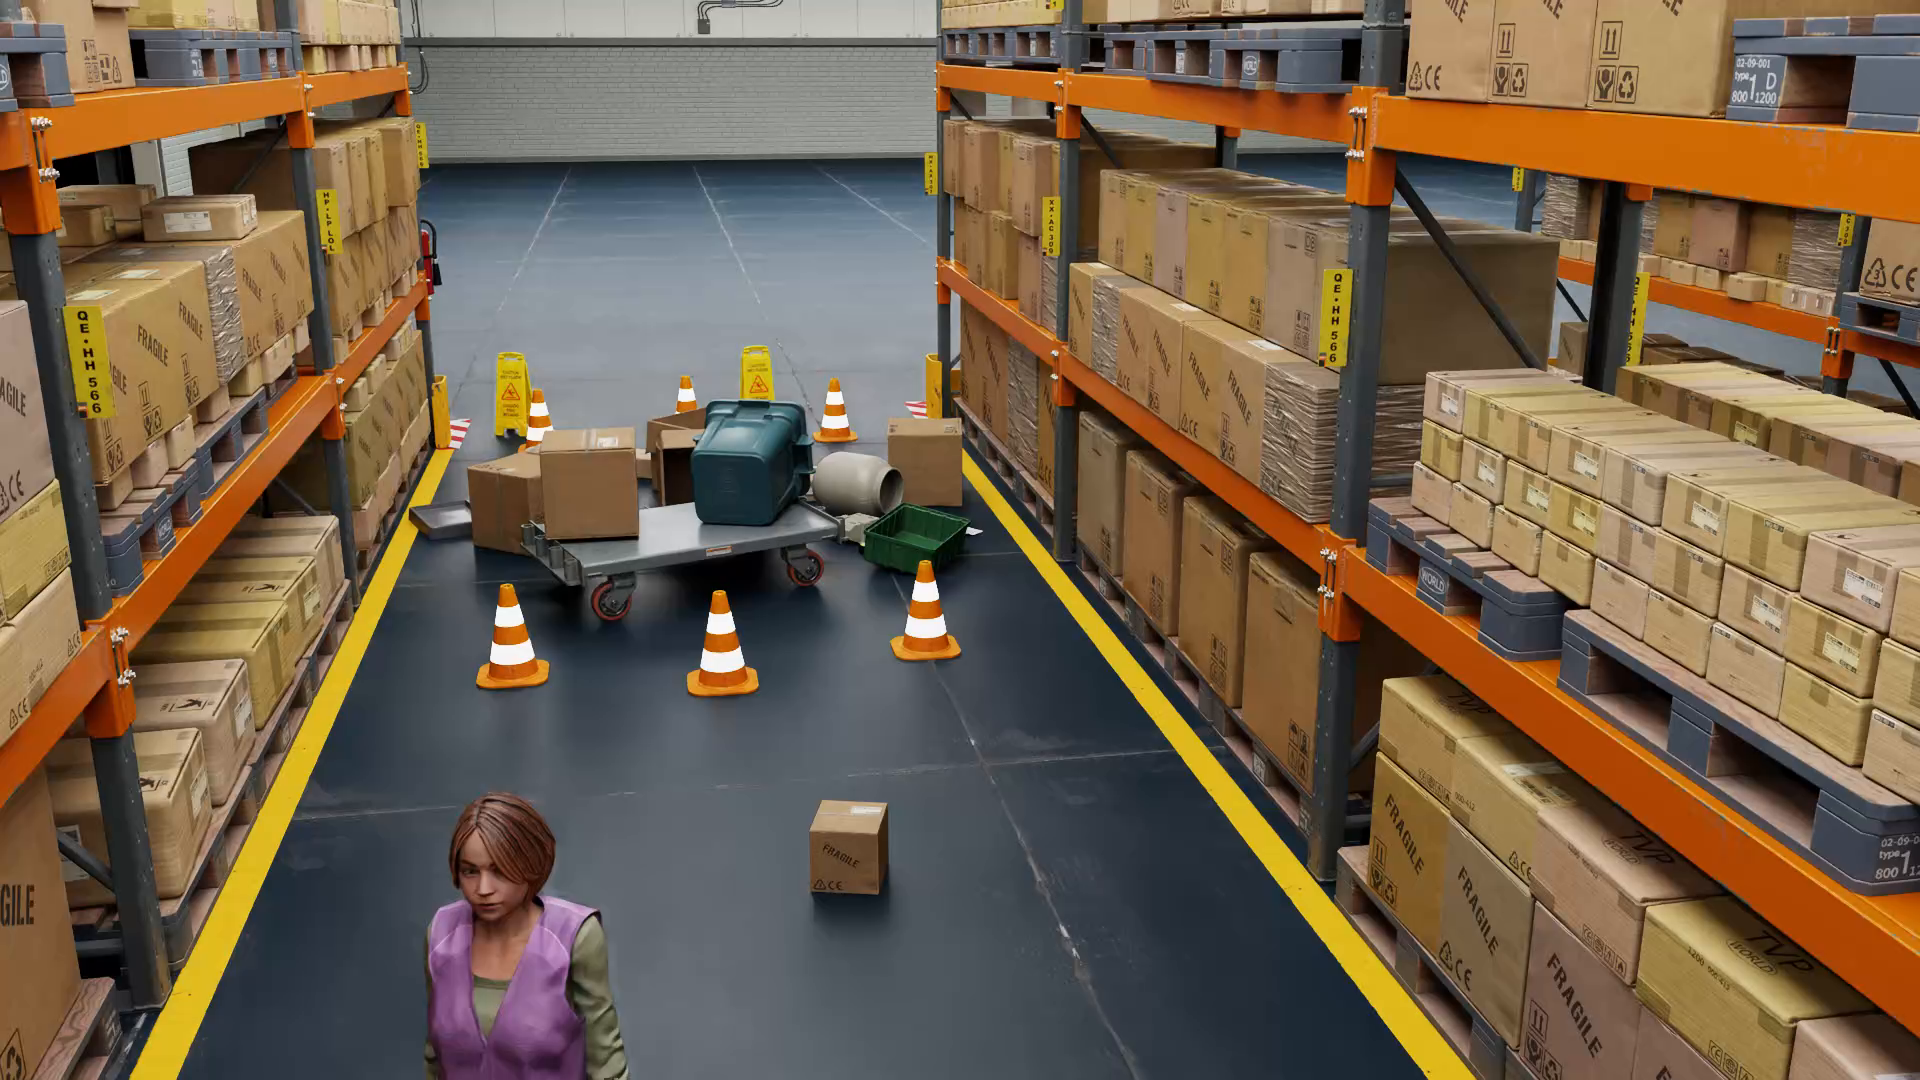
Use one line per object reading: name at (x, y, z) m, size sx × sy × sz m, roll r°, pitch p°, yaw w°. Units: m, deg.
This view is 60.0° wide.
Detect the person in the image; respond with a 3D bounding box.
person at (-0.855, 1.235, 3.366) m, size 0.413 × 1.582 × 0.606 m, roll 1°, pitch 17°, yaw 4°
